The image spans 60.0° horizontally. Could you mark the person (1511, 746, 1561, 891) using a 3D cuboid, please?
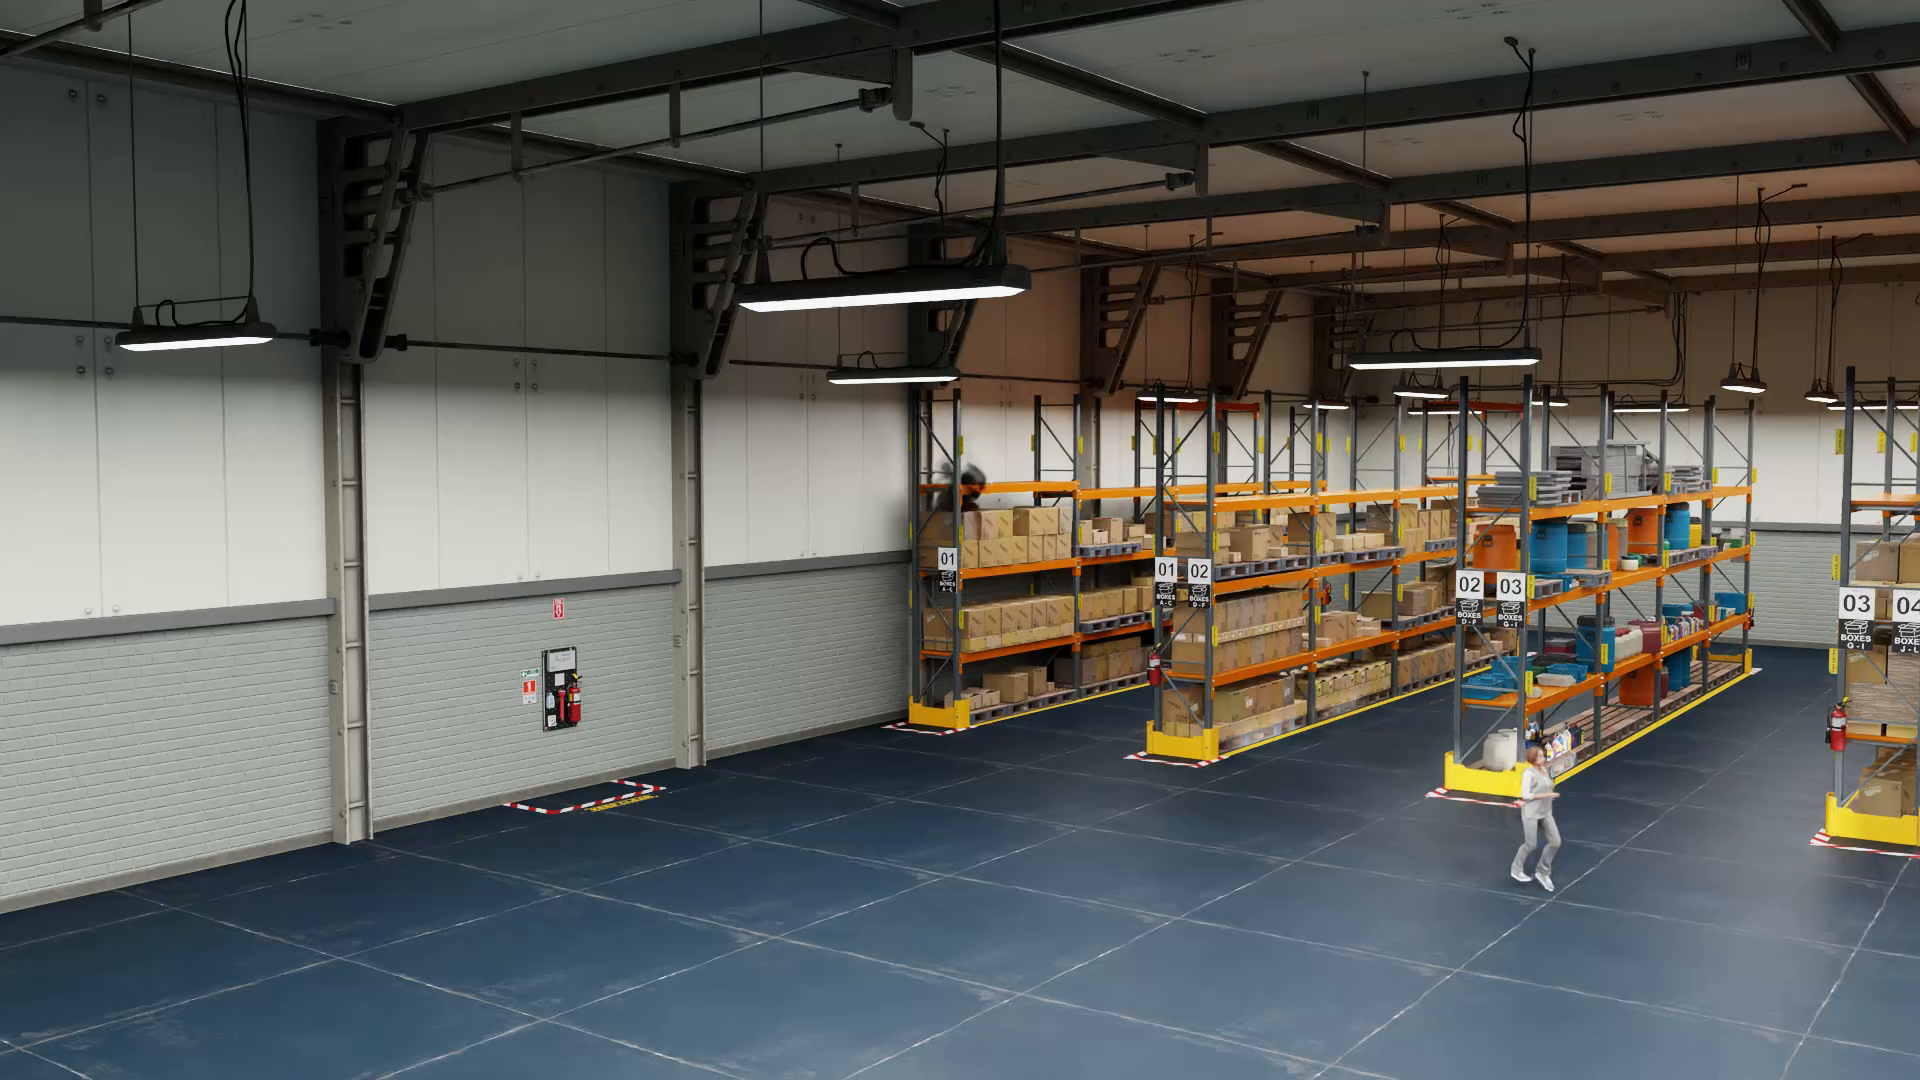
[{"bbox_3d":[6.511,3.133,18.742,0.514,1.624,0.660,-2,4,-30],"label":"person"}]
